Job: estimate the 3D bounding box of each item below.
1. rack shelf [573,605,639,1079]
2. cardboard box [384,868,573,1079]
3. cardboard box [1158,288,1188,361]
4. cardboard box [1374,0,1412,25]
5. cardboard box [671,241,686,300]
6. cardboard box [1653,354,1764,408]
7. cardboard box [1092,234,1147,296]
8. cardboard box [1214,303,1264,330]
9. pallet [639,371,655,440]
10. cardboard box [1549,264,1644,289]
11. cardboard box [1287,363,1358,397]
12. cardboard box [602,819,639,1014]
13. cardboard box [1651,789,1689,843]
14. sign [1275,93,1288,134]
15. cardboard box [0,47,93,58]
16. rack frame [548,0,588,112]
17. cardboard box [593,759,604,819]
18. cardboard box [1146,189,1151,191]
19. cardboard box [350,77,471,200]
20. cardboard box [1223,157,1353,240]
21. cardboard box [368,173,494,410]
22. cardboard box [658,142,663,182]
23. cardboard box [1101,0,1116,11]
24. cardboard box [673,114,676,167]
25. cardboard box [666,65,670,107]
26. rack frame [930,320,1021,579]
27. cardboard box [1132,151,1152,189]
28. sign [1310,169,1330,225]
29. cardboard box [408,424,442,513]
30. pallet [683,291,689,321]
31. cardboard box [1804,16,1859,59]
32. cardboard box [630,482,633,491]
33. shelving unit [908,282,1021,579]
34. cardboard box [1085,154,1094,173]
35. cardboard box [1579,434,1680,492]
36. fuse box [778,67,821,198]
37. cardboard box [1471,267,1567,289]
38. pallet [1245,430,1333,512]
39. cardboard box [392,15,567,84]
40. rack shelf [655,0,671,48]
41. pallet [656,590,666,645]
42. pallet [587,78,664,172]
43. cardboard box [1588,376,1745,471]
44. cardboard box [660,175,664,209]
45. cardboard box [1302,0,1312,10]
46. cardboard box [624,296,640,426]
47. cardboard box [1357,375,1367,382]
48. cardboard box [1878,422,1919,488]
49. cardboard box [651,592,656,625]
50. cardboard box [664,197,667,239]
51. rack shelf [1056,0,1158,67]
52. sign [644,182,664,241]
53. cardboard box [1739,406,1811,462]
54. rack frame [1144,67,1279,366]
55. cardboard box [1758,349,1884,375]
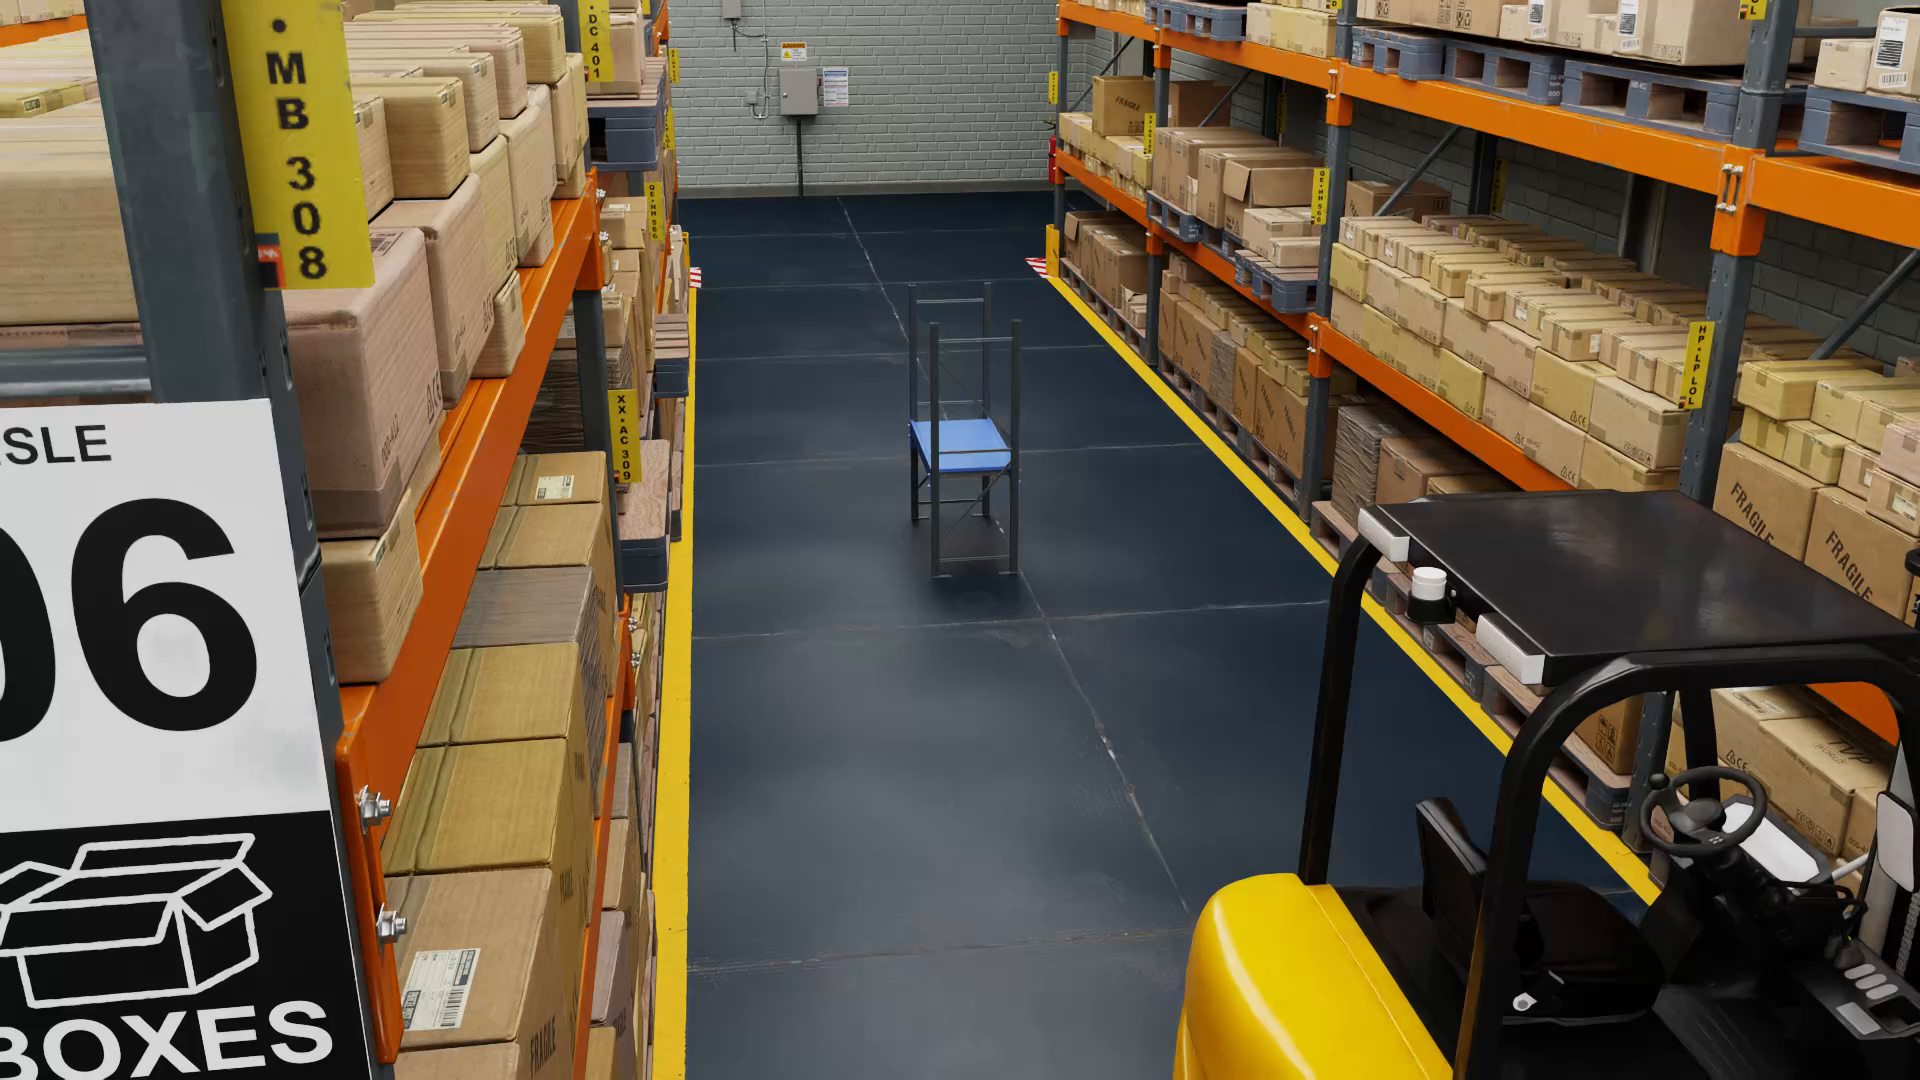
[{"bbox_3d":[-1.384,1.116,3.969,1.077,0.370,4.000,-3,21,-8],"label":"rack shelf"},{"bbox_3d":[-0.967,0.928,2.876,0.500,0.500,0.500,-2,21,-6],"label":"cardboard box"},{"bbox_3d":[1.933,-1.782,13.672,0.500,0.500,0.500,-2,21,-5],"label":"cardboard box"},{"bbox_3d":[2.526,-2.982,8.741,0.500,0.500,0.500,-3,21,-7],"label":"cardboard box"},{"bbox_3d":[-3.068,-2.525,15.750,0.875,0.438,0.875,-2,21,-6],"label":"cardboard box"},{"bbox_3d":[2.970,-0.623,6.527,0.380,0.149,0.250,-2,21,-6],"label":"cardboard box"},{"bbox_3d":[1.566,-2.643,15.978,0.500,0.500,0.500,-3,21,-7],"label":"cardboard box"},{"bbox_3d":[2.125,-1.678,12.467,0.380,0.149,0.250,-2,21,-6],"label":"cardboard box"},{"bbox_3d":[-1.923,-0.525,7.609,1.003,0.211,1.213,-3,21,-8],"label":"pallet"},{"bbox_3d":[3.150,-1.268,8.253,0.380,0.149,0.250,-2,21,-6],"label":"cardboard box"},{"bbox_3d":[2.341,-1.038,10.753,0.380,0.149,0.250,-4,21,-10],"label":"cardboard box"},{"bbox_3d":[-1.246,1.194,4.990,0.500,0.500,0.500,-3,21,-7],"label":"cardboard box"},{"bbox_3d":[2.981,1.111,6.285,0.500,0.250,0.500,-3,21,-7],"label":"cardboard box"},{"bbox_3d":[2.635,-3.507,13.663,0.100,0.325,0.005,-3,21,-8],"label":"sign"},{"bbox_3d":[-1.691,-0.821,3.059,0.380,0.149,0.250,-2,21,-6],"label":"cardboard box"},{"bbox_3d":[-1.672,-2.724,4.647,1.000,3.000,0.127,-3,21,-8],"label":"rack frame"},{"bbox_3d":[-1.175,0.652,4.543,0.380,0.149,0.250,-3,21,-9],"label":"cardboard box"},{"bbox_3d":[1.790,-2.915,14.092,0.380,0.149,0.250,-3,21,-7],"label":"cardboard box"},{"bbox_3d":[-0.935,-0.590,2.440,0.380,0.149,0.250,-3,21,-8],"label":"cardboard box"},{"bbox_3d":[2.244,-2.351,11.476,0.797,0.503,0.637,-3,21,-9],"label":"cardboard box"},{"bbox_3d":[-0.967,-0.365,2.409,0.500,0.250,0.500,-3,21,-9],"label":"cardboard box"},{"bbox_3d":[-2.431,-2.878,12.062,0.500,0.500,0.500,-3,21,-7],"label":"cardboard box"},{"bbox_3d":[1.491,-4.864,15.023,0.380,0.149,0.250,-2,21,-7],"label":"cardboard box"},{"bbox_3d":[-3.071,-3.961,16.392,0.500,0.500,0.500,-3,21,-7],"label":"cardboard box"},{"bbox_3d":[-2.924,-4.078,15.275,0.500,0.500,0.500,-3,21,-8],"label":"cardboard box"},{"bbox_3d":[0.086,-0.497,9.403,0.500,1.500,0.032,-3,21,-8],"label":"rack frame"},{"bbox_3d":[1.771,-3.168,14.200,0.500,0.250,0.500,-2,21,-6],"label":"cardboard box"},{"bbox_3d":[2.127,-2.025,9.808,0.100,0.325,0.005,-3,21,-8],"label":"sign"},{"bbox_3d":[-0.953,-0.127,2.341,0.380,0.149,0.250,-2,21,-6],"label":"cardboard box"},{"bbox_3d":[-3.037,-2.067,15.450,1.003,0.211,1.213,-3,21,-8],"label":"pallet"},{"bbox_3d":[3.311,-2.000,6.612,0.380,0.149,0.250,-3,21,-8],"label":"cardboard box"},{"bbox_3d":[-1.466,-0.287,6.455,0.380,0.149,0.250,-2,21,-7],"label":"cardboard box"},{"bbox_3d":[0.012,-0.673,9.875,0.538,1.500,1.048,-3,21,-8],"label":"shelving unit"},{"bbox_3d":[1.422,-3.626,15.996,0.380,0.149,0.250,-4,21,-9],"label":"cardboard box"},{"bbox_3d":[2.908,-0.256,6.829,0.500,0.250,0.500,-2,21,-7],"label":"cardboard box"},{"bbox_3d":[-2.138,-5.471,22.419,0.539,1.711,0.414,-3,21,-8],"label":"fuse box"},{"bbox_3d":[2.747,-1.244,8.190,0.380,0.149,0.250,-3,21,-8],"label":"cardboard box"},{"bbox_3d":[2.592,-0.504,11.264,1.003,0.211,1.213,-3,21,-8],"label":"pallet"},{"bbox_3d":[-1.181,-1.212,4.106,0.380,0.149,0.250,-2,21,-6],"label":"cardboard box"},{"bbox_3d":[-3.114,-4.444,14.568,1.077,0.370,4.000,-3,21,-8],"label":"rack shelf"},{"bbox_3d":[-2.138,0.279,9.168,1.003,0.211,1.213,-3,21,-8],"label":"pallet"},{"bbox_3d":[-1.656,-1.450,5.792,1.213,0.211,1.003,-3,21,-8],"label":"pallet"},{"bbox_3d":[2.915,-0.486,6.730,0.500,0.250,0.500,-3,21,-9],"label":"cardboard box"},{"bbox_3d":[-2.442,-2.534,12.214,0.500,0.250,0.500,-2,21,-6],"label":"cardboard box"},{"bbox_3d":[2.343,-3.365,10.297,0.380,0.149,0.250,-2,21,-7],"label":"cardboard box"},{"bbox_3d":[-1.529,-0.646,6.492,0.500,0.500,0.500,-3,21,-8],"label":"cardboard box"},{"bbox_3d":[2.828,-0.907,11.329,0.500,0.500,0.500,-3,21,-8],"label":"cardboard box"},{"bbox_3d":[3.100,-0.262,5.134,0.380,0.149,0.250,-2,21,-7],"label":"cardboard box"},{"bbox_3d":[-2.063,0.187,8.583,0.950,0.372,0.625,-3,21,-9],"label":"cardboard box"},{"bbox_3d":[-2.511,-2.470,12.758,0.500,0.250,0.500,-3,21,-9],"label":"cardboard box"},{"bbox_3d":[1.798,-4.696,15.242,1.077,0.370,4.000,-3,21,-8],"label":"rack shelf"},{"bbox_3d":[-1.713,-1.834,9.298,0.100,0.325,0.005,-3,21,-8],"label":"sign"},{"bbox_3d":[3.025,-0.392,5.909,0.380,0.149,0.250,-3,21,-9],"label":"cardboard box"},{"bbox_3d":[2.086,-2.935,13.787,1.000,3.000,0.127,-3,21,-8],"label":"rack frame"},{"bbox_3d":[3.401,-0.648,6.595,0.380,0.149,0.250,-3,21,-9],"label":"cardboard box"}]
